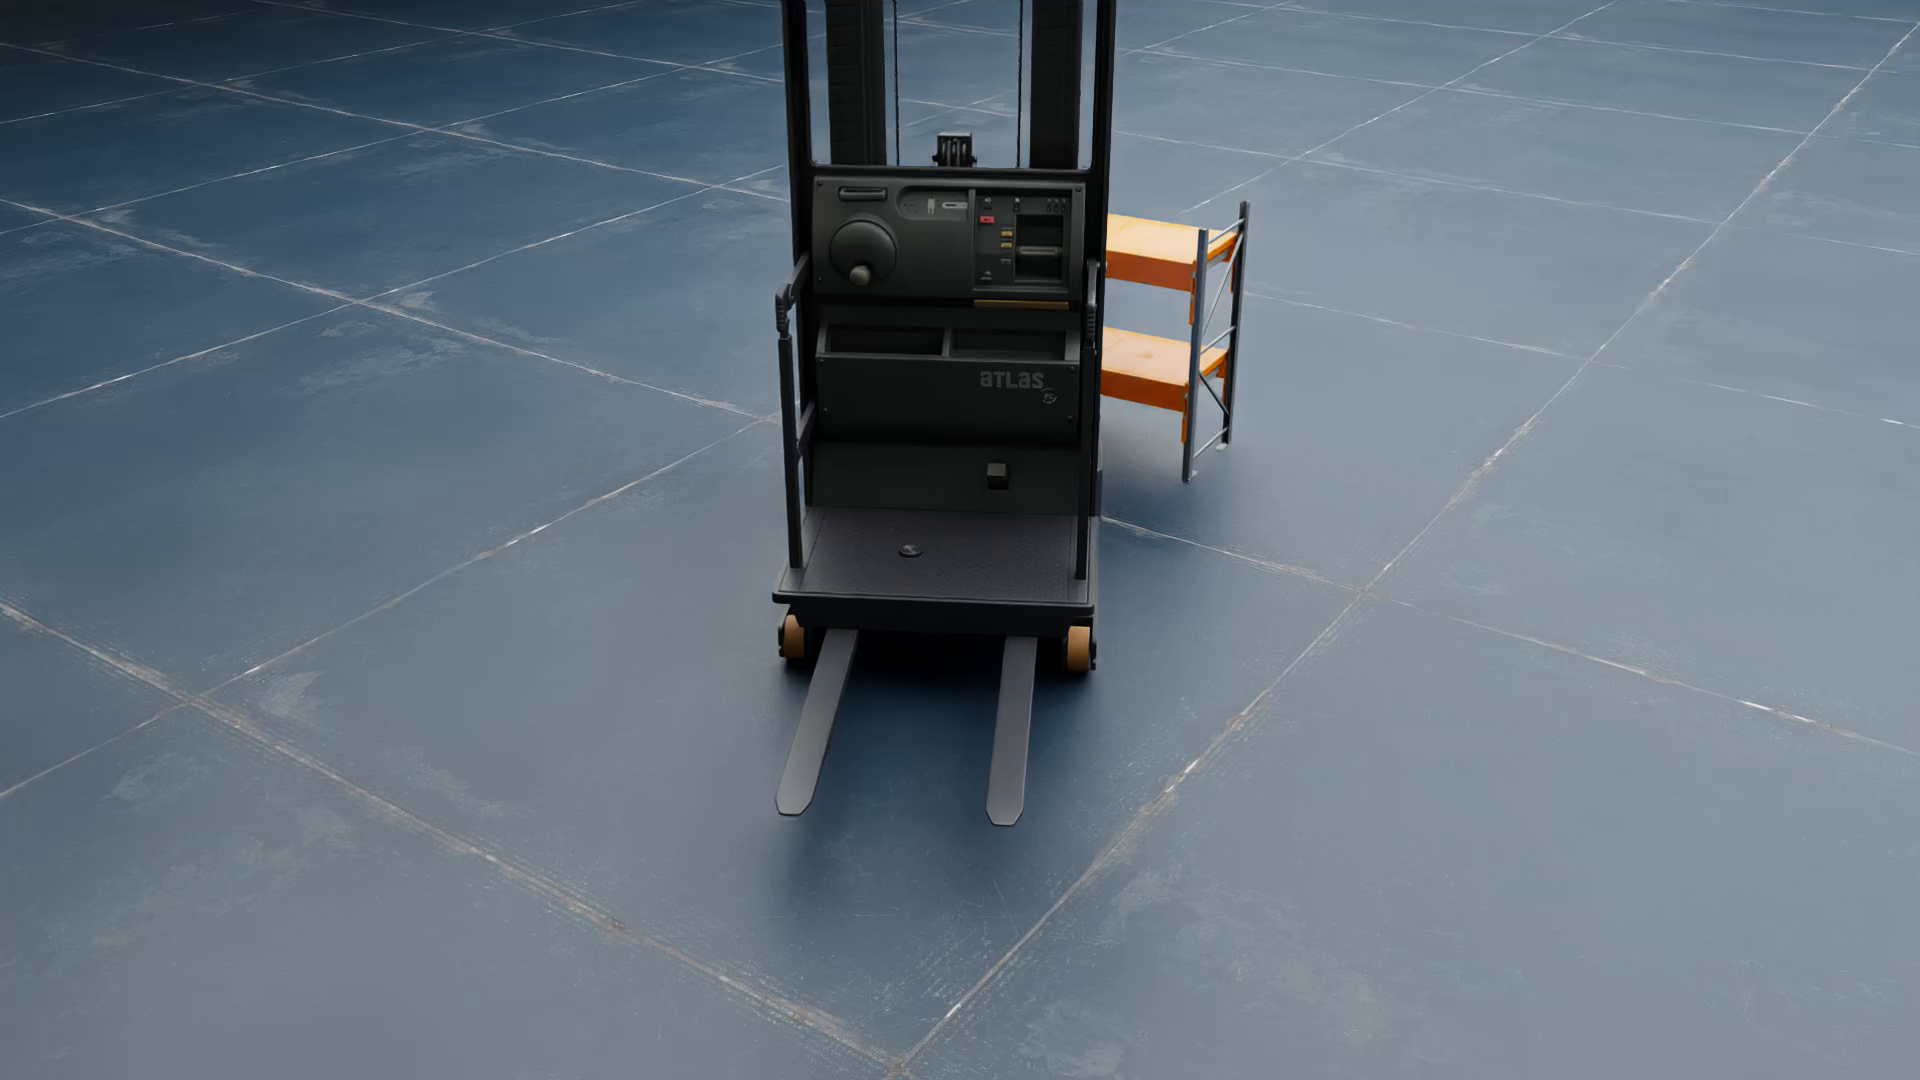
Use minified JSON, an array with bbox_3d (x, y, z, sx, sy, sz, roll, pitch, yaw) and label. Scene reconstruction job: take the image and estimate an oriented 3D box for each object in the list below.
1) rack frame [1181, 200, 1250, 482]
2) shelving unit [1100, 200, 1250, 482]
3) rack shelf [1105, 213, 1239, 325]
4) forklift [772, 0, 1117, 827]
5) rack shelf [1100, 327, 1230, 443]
[{"bbox_3d":[1.106,-0.857,7.193,0.032,1.125,0.500,15,30,27],"label":"rack frame"},{"bbox_3d":[0.667,-0.973,7.421,1.048,1.125,0.538,15,30,27],"label":"shelving unit"},{"bbox_3d":[0.667,-1.234,7.289,1.000,0.278,0.538,15,30,27],"label":"rack shelf"},{"bbox_3d":[-0.056,-1.000,5.484,1.130,2.935,3.031,2,27,4],"label":"forklift"},{"bbox_3d":[0.667,-0.755,7.532,1.000,0.278,0.538,15,30,27],"label":"rack shelf"}]
